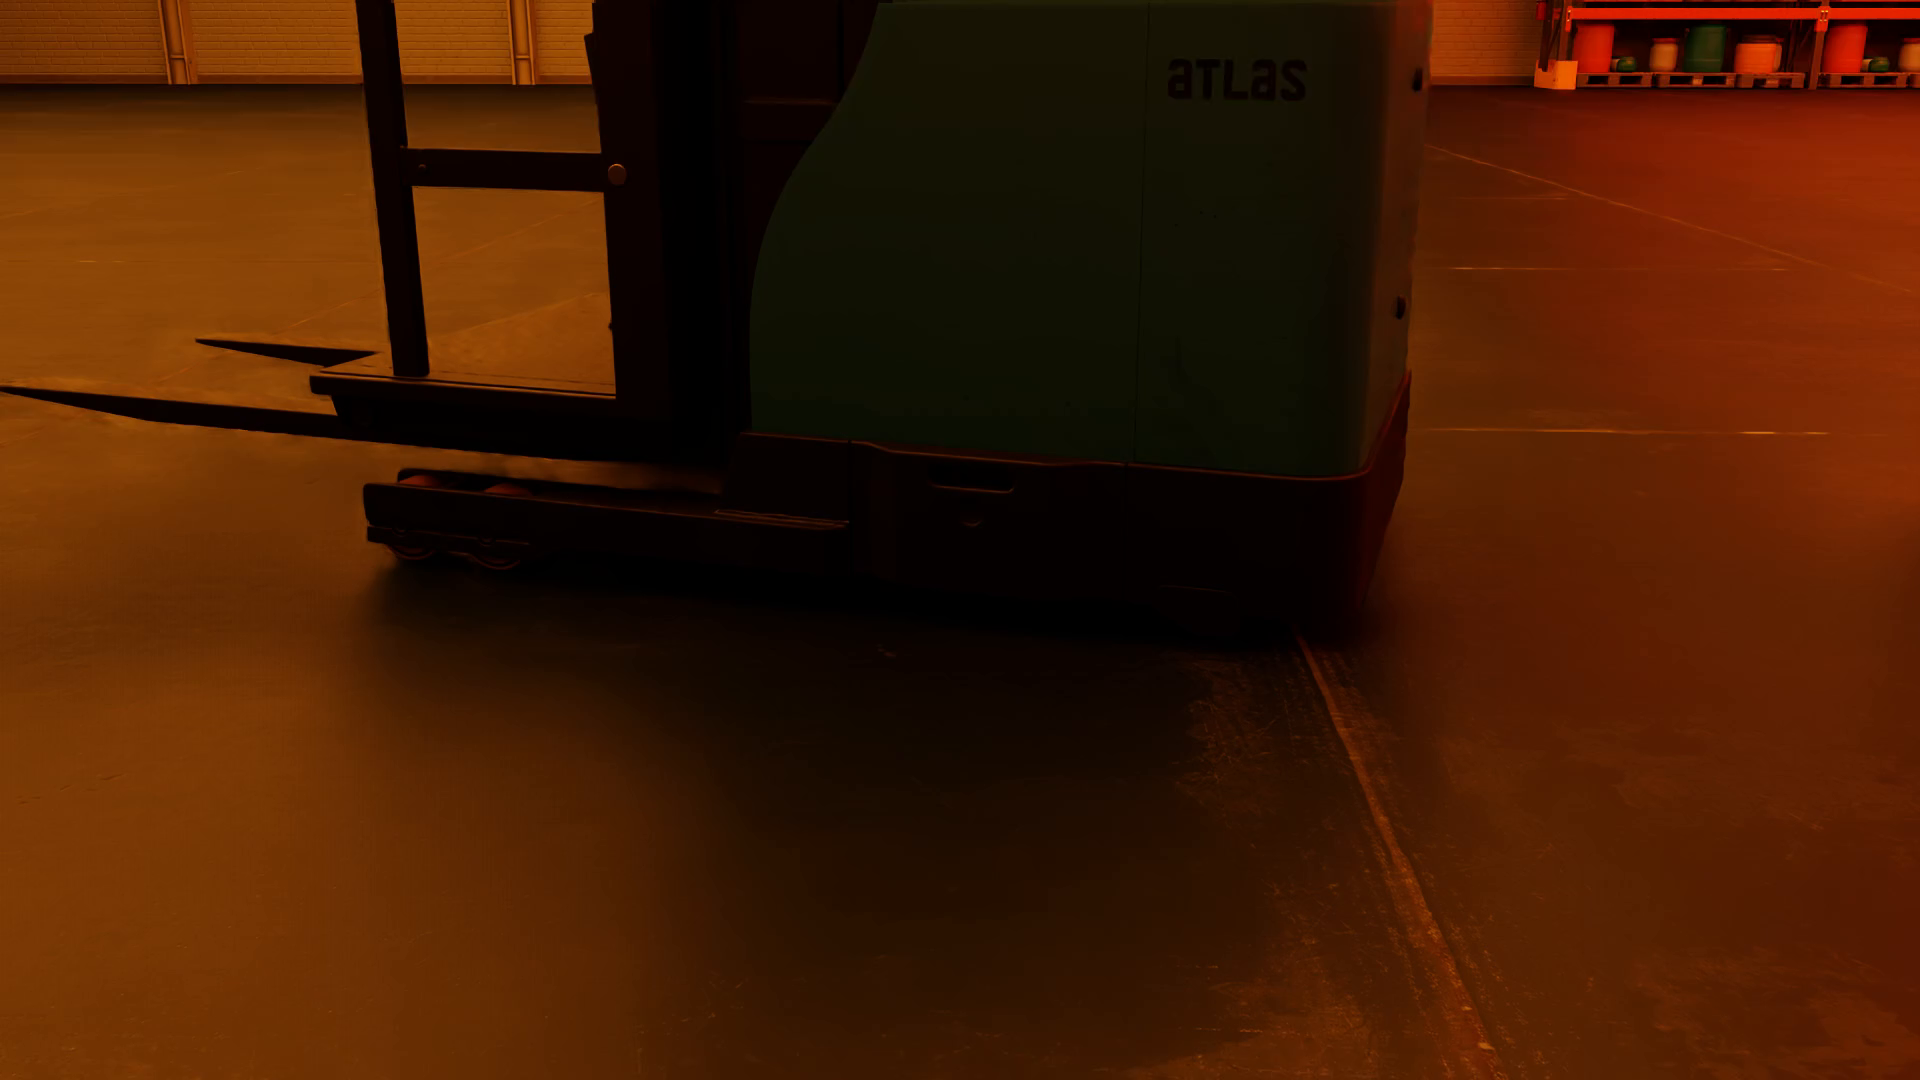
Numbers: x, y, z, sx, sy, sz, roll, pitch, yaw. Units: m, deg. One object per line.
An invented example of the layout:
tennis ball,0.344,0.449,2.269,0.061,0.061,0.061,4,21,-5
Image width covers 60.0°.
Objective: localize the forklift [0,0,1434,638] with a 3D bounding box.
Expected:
forklift,-0.631,-1.482,3.201,3.031,2.935,1.130,6,18,18
